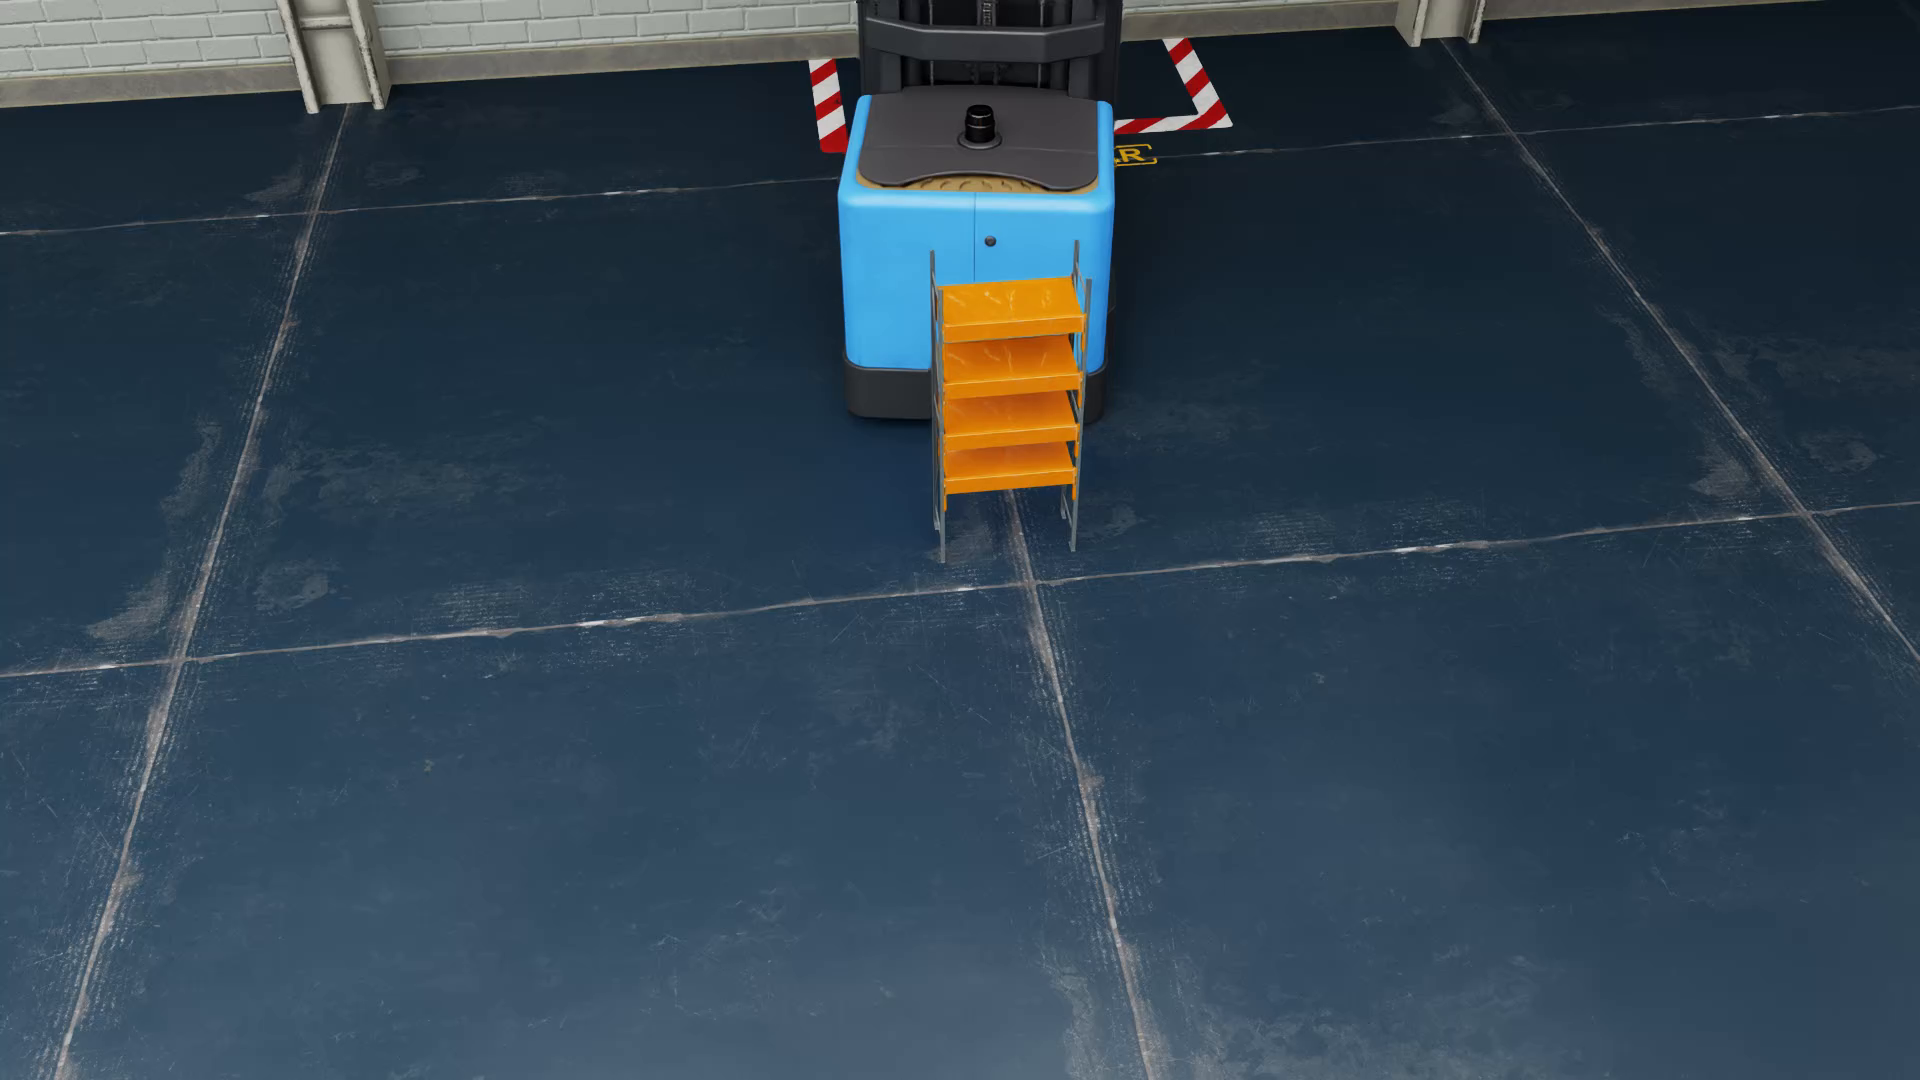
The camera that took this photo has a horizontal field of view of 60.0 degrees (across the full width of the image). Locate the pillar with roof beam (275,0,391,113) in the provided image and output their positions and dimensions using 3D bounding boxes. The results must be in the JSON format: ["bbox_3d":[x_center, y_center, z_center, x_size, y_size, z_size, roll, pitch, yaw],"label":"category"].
[{"bbox_3d":[-2.693,-2.844,2.684,0.400,9.000,9.100,-5,42,-6],"label":"pillar with roof beam"}]

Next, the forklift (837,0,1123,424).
[{"bbox_3d":[0.137,-2.524,6.859,1.130,2.935,3.031,2,42,2],"label":"forklift"}]

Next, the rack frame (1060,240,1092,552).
[{"bbox_3d":[0.406,-0.481,5.888,0.015,1.200,0.240,-5,42,-6],"label":"rack frame"}]

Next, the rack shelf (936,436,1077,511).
[{"bbox_3d":[0.164,-0.262,6.042,0.480,0.148,0.258,-5,42,-6],"label":"rack shelf"}]

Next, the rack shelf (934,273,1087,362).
[{"bbox_3d":[0.164,-0.752,5.601,0.480,0.148,0.258,-5,42,-6],"label":"rack shelf"}]

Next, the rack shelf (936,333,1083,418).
[{"bbox_3d":[0.164,-0.576,5.759,0.480,0.148,0.258,-5,42,-6],"label":"rack shelf"}]

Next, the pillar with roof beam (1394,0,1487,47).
[{"bbox_3d":[3.257,-3.365,3.262,0.400,9.000,9.100,-5,42,-6],"label":"pillar with roof beam"}]

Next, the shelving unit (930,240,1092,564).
[{"bbox_3d":[0.164,-0.460,5.864,0.503,1.200,0.258,-5,42,-6],"label":"shelving unit"}]

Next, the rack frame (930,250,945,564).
[{"bbox_3d":[-0.078,-0.439,5.841,0.015,1.200,0.240,-5,42,-6],"label":"rack frame"}]

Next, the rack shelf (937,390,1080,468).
[{"bbox_3d":[0.164,-0.410,5.909,0.480,0.148,0.258,-5,42,-6],"label":"rack shelf"}]
